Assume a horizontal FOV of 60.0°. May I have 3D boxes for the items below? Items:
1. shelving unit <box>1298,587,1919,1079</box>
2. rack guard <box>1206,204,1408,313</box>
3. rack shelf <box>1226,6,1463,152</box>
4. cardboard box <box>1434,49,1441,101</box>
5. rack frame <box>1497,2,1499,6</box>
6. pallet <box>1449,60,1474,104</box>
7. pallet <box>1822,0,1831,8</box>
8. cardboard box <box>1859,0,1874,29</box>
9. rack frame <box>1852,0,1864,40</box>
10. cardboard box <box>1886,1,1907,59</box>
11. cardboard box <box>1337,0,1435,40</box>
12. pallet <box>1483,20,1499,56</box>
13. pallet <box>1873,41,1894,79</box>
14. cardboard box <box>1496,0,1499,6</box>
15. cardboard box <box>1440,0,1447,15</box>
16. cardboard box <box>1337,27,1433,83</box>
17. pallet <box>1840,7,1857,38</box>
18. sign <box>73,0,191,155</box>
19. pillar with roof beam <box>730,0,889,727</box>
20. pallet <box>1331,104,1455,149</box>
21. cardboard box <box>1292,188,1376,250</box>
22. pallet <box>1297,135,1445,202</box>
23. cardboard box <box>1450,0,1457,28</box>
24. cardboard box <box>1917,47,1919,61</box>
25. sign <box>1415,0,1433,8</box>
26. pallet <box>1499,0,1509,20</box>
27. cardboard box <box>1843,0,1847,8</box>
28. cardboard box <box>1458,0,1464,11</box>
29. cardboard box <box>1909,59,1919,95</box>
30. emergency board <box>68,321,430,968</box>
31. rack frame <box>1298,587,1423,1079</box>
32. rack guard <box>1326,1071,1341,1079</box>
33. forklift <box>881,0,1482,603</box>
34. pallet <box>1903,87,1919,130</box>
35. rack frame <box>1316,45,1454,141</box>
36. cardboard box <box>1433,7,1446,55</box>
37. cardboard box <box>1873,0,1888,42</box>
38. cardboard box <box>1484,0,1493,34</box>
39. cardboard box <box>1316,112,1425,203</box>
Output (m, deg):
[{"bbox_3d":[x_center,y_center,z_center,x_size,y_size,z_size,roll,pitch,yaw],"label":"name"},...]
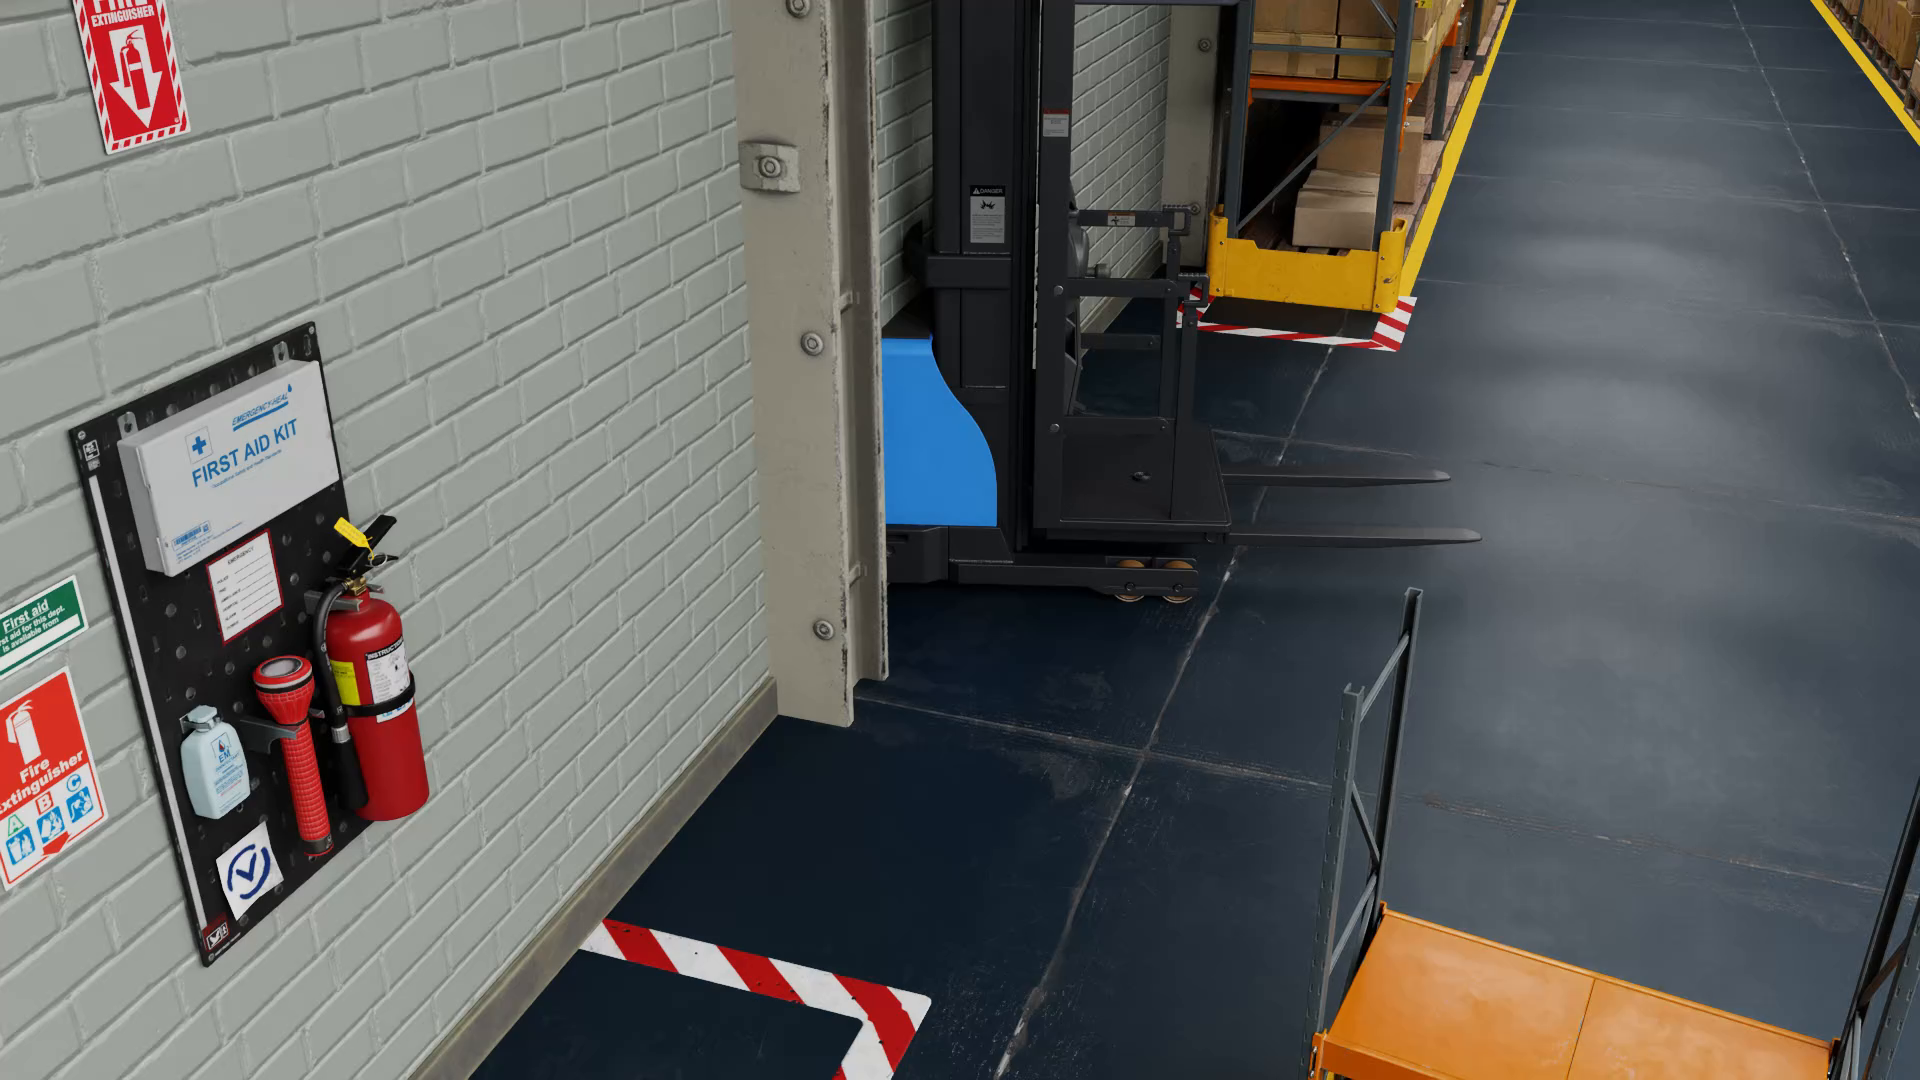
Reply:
[{"bbox_3d":[1.309,0.978,3.509,1.083,1.500,0.587,13,29,25],"label":"shelving unit"},{"bbox_3d":[2.130,-1.750,10.290,1.175,0.500,0.348,9,27,17],"label":"rack guard"},{"bbox_3d":[2.770,-3.341,11.535,1.077,0.370,4.000,9,27,17],"label":"rack shelf"},{"bbox_3d":[3.997,-4.288,15.029,0.700,0.500,0.500,9,27,18],"label":"cardboard box"},{"bbox_3d":[6.097,-7.775,19.866,1.000,3.000,0.127,9,27,17],"label":"rack frame"},{"bbox_3d":[4.505,-4.555,16.415,1.003,0.211,1.213,9,27,17],"label":"pallet"},{"bbox_3d":[11.811,-7.087,21.646,1.003,0.211,1.213,9,27,17],"label":"pallet"},{"bbox_3d":[10.379,-5.967,18.496,0.500,0.500,0.500,8,27,15],"label":"cardboard box"},{"bbox_3d":[10.770,-7.058,18.385,1.000,3.000,0.127,9,27,17],"label":"rack frame"},{"bbox_3d":[9.701,-5.118,16.742,0.500,0.500,0.500,8,27,16],"label":"cardboard box"},{"bbox_3d":[2.547,-3.275,9.861,0.500,0.500,0.500,9,27,18],"label":"cardboard box"},{"bbox_3d":[5.507,-5.689,18.757,1.003,0.211,1.213,9,27,17],"label":"pallet"},{"bbox_3d":[10.131,-4.960,17.252,1.003,0.211,1.213,9,27,17],"label":"pallet"},{"bbox_3d":[6.004,-6.710,19.652,0.750,0.750,0.750,9,27,18],"label":"cardboard box"},{"bbox_3d":[2.898,-3.688,10.714,0.500,0.500,0.500,8,27,16],"label":"cardboard box"},{"bbox_3d":[2.566,-2.939,10.028,0.500,0.250,0.500,8,27,16],"label":"cardboard box"},{"bbox_3d":[11.000,-6.085,19.575,1.003,0.211,1.213,9,27,17],"label":"pallet"},{"bbox_3d":[-1.430,-0.835,2.873,0.001,0.298,0.199,9,27,17],"label":"sign"},{"bbox_3d":[3.584,-2.867,2.844,9.100,9.000,0.400,9,27,17],"label":"pillar with roof beam"},{"bbox_3d":[3.693,-3.552,14.344,1.003,0.211,1.213,9,27,17],"label":"pallet"},{"bbox_3d":[2.419,-2.102,10.731,0.500,0.311,0.500,6,26,12],"label":"cardboard box"},{"bbox_3d":[3.245,-2.951,13.103,1.003,0.211,1.213,9,27,17],"label":"pallet"},{"bbox_3d":[3.237,-3.778,11.759,0.500,0.250,0.500,9,27,17],"label":"cardboard box"},{"bbox_3d":[8.988,-4.445,15.019,0.500,0.311,0.500,10,27,19],"label":"cardboard box"},{"bbox_3d":[2.616,-3.154,9.329,0.100,0.325,0.005,9,27,17],"label":"sign"},{"bbox_3d":[6.424,-6.821,21.095,1.003,0.211,1.213,9,27,17],"label":"pallet"},{"bbox_3d":[10.760,-6.411,19.815,0.380,0.149,0.250,9,27,17],"label":"cardboard box"},{"bbox_3d":[3.564,-4.190,12.611,0.500,0.250,0.500,9,27,18],"label":"cardboard box"},{"bbox_3d":[8.988,-4.193,15.141,0.500,0.250,0.500,9,27,17],"label":"cardboard box"},{"bbox_3d":[-1.334,0.219,3.355,0.194,1.169,0.643,9,27,17],"label":"emergency board"},{"bbox_3d":[0.868,0.875,3.721,0.032,1.500,0.500,13,29,25],"label":"rack frame"},{"bbox_3d":[0.870,1.438,3.993,0.087,0.250,0.587,13,29,25],"label":"rack guard"},{"bbox_3d":[0.627,-1.304,6.579,3.031,2.935,1.130,1,26,3],"label":"forklift"},{"bbox_3d":[9.128,-3.826,14.911,1.003,0.211,1.213,9,27,17],"label":"pallet"},{"bbox_3d":[3.435,-4.487,13.076,1.000,3.000,0.127,9,27,17],"label":"rack frame"},{"bbox_3d":[2.901,-3.363,10.903,0.500,0.250,0.500,8,27,17],"label":"cardboard box"},{"bbox_3d":[10.039,-5.542,17.618,0.500,0.500,0.500,9,27,18],"label":"cardboard box"},{"bbox_3d":[5.432,-5.995,18.174,0.750,0.750,0.750,9,27,17],"label":"cardboard box"},{"bbox_3d":[2.900,-2.716,11.781,0.700,0.500,0.500,7,27,14],"label":"cardboard box"}]
